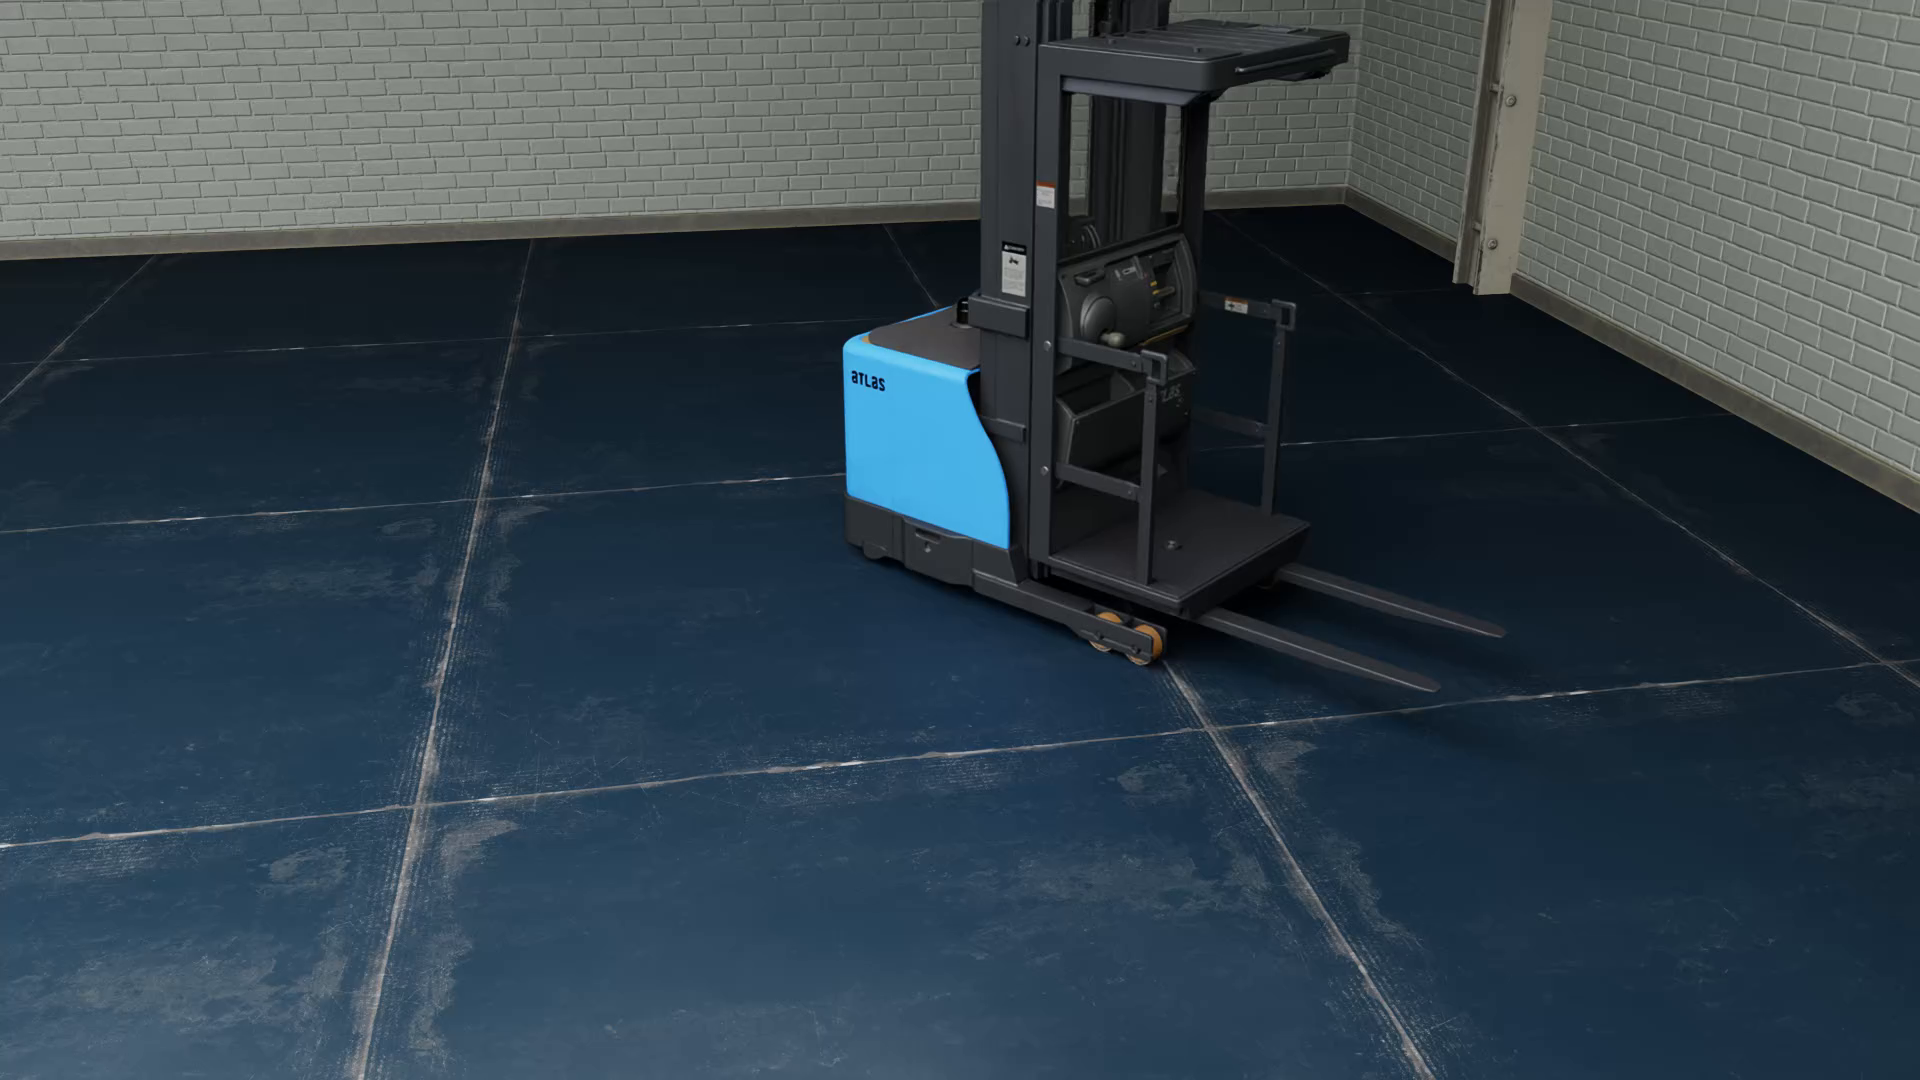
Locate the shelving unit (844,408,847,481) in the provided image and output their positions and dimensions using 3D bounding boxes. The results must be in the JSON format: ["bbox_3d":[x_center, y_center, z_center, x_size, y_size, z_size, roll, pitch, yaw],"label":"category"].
[{"bbox_3d":[-0.413,-0.514,8.302,0.210,0.900,0.258,19,30,37],"label":"shelving unit"}]

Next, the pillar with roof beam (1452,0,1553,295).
[{"bbox_3d":[-0.253,-5.730,10.127,9.100,9.000,0.400,-4,24,-10],"label":"pillar with roof beam"}]

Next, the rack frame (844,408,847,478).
[{"bbox_3d":[-0.491,-0.540,8.363,0.006,0.900,0.240,19,30,37],"label":"rack frame"}]

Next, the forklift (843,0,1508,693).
[{"bbox_3d":[0.887,-1.052,6.996,3.031,2.935,1.130,19,30,37],"label":"forklift"}]
